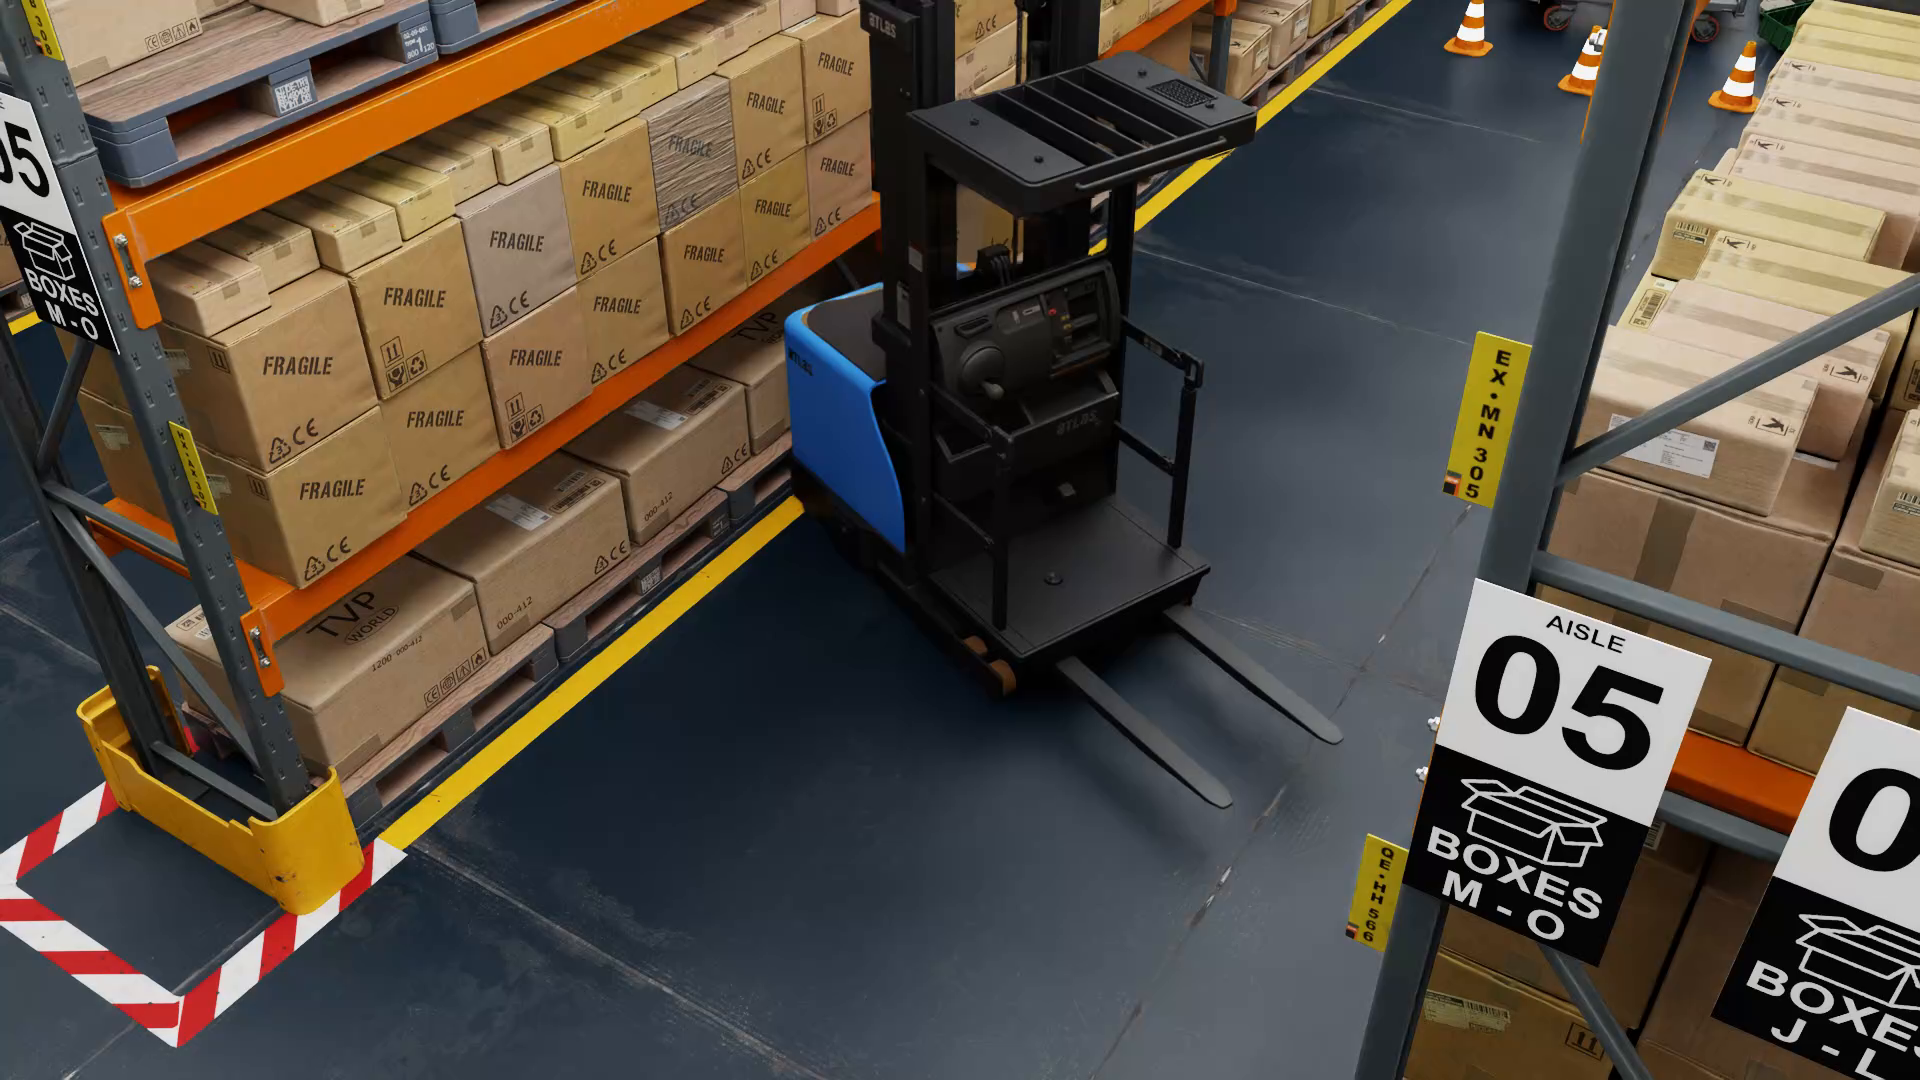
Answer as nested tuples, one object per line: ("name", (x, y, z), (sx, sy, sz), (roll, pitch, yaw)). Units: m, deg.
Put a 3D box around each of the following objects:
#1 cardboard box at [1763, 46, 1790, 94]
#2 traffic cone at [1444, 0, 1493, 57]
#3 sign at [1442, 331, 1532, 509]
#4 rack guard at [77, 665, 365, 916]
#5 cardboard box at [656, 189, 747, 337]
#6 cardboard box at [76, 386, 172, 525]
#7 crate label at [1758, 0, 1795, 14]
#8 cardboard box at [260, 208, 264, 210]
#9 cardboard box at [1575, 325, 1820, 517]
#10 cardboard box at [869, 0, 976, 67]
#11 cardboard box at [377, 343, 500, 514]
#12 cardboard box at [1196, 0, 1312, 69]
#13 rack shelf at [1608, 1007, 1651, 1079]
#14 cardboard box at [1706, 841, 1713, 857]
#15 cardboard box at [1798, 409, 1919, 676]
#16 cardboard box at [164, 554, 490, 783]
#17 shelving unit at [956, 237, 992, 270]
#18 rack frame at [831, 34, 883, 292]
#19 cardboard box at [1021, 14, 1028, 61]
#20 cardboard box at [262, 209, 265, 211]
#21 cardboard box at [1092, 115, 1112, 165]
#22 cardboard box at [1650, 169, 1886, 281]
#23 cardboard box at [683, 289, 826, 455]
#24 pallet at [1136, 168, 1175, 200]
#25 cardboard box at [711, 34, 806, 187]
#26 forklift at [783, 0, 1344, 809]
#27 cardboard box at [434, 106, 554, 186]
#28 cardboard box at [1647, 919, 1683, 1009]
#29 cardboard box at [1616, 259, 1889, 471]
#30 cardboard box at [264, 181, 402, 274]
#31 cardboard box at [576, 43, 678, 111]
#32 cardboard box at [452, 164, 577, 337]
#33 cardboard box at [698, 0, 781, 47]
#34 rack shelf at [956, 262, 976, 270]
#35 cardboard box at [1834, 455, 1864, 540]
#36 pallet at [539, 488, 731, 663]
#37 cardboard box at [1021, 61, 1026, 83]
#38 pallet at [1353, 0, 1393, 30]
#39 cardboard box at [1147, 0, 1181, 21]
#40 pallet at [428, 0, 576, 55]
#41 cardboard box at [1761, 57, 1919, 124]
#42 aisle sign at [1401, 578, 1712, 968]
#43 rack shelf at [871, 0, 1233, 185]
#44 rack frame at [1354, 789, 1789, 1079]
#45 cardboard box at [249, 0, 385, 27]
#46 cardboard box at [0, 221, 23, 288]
("cardboard box", (2.480, -1.176, 4.515), (0.500, 0.250, 0.500), (22, 43, 26))
("traffic cone", (4.062, -4.118, 13.153), (0.336, 0.463, 0.334), (21, 42, 25))
("sign", (0.891, -0.198, 2.807), (0.100, 0.325, 0.005), (21, 42, 25))
("rack guard", (-2.898, 0.968, 6.524), (1.175, 0.500, 0.348), (21, 42, 25))
("cardboard box", (-1.302, -1.282, 7.314), (0.500, 0.500, 0.500), (21, 42, 24))
("cardboard box", (-2.850, -0.409, 6.181), (0.500, 0.500, 0.500), (21, 42, 25))
("crate label", (6.784, -4.388, 13.770), (0.298, 0.136, 0.250), (-5, 38, -6))
("cardboard box", (-2.679, -1.276, 5.956), (0.380, 0.149, 0.250), (21, 42, 25))
("cardboard box", (1.279, -0.219, 2.947), (0.380, 0.149, 0.250), (21, 42, 25))
("cardboard box", (-0.263, -2.665, 8.288), (0.500, 0.500, 0.500), (22, 43, 26))
("cardboard box", (-2.138, -0.497, 6.296), (0.500, 0.500, 0.500), (21, 42, 25))
("cardboard box", (2.101, -3.955, 12.671), (0.950, 0.372, 0.625), (20, 42, 24))
("rack shelf", (2.421, 0.787, 5.301), (1.077, 0.370, 4.000), (21, 42, 25))
("cardboard box", (2.079, 0.573, 3.845), (0.500, 0.500, 0.500), (22, 43, 26))
("cardboard box", (1.809, 0.060, 2.911), (0.500, 0.250, 0.500), (22, 43, 26))
("cardboard box", (-2.616, 0.441, 6.915), (0.875, 0.438, 0.875), (20, 42, 24))
("shelving unit", (0.044, -1.063, 8.708), (0.252, 1.050, 0.215), (-2, 38, -3))
("rack frame", (-0.742, -2.096, 8.452), (1.000, 3.000, 0.127), (21, 42, 25))
("cardboard box", (0.281, -2.899, 9.206), (0.500, 0.250, 0.500), (22, 43, 26))
("cardboard box", (-2.572, -1.075, 6.226), (0.500, 0.500, 0.500), (21, 42, 25))
("cardboard box", (0.480, -2.696, 10.626), (0.875, 0.875, 0.875), (22, 43, 26))
("cardboard box", (1.681, -0.618, 3.465), (0.380, 0.149, 0.250), (22, 43, 26))
("cardboard box", (-1.169, -0.959, 8.732), (0.875, 0.438, 0.875), (21, 42, 24))
("pallet", (0.915, -2.672, 11.483), (1.003, 0.211, 1.213), (21, 42, 25))
("cardboard box", (-1.040, -1.939, 7.347), (0.500, 0.500, 0.500), (21, 42, 24))
("forklift", (0.416, -0.809, 6.838), (1.130, 2.935, 3.031), (-24, 43, -27))
("cardboard box", (-1.753, -1.483, 6.224), (0.380, 0.149, 0.250), (22, 43, 26))
("cardboard box", (2.088, 0.950, 4.174), (0.500, 0.500, 0.500), (21, 42, 25))
("cardboard box", (1.654, -0.378, 3.480), (0.500, 0.250, 0.500), (20, 42, 24))
("cardboard box", (-2.144, -1.074, 5.694), (0.380, 0.149, 0.250), (23, 43, 26))
("cardboard box", (-1.376, -1.887, 6.749), (0.380, 0.149, 0.250), (20, 42, 24))
("cardboard box", (-1.847, -1.161, 6.337), (0.500, 0.500, 0.500), (21, 42, 25))
("cardboard box", (-1.013, -2.300, 7.284), (0.380, 0.149, 0.250), (21, 42, 25))
("rack shelf", (0.044, -1.280, 8.542), (0.240, 0.259, 0.215), (-2, 38, -3))
("cardboard box", (2.091, -0.013, 3.416), (0.500, 0.250, 0.500), (23, 43, 26))
("pallet", (-1.868, 0.006, 8.009), (1.003, 0.211, 1.213), (21, 42, 25))
("cardboard box", (0.281, -2.704, 9.362), (0.500, 0.250, 0.500), (21, 42, 25))
("pallet", (3.129, -4.714, 14.132), (1.003, 0.211, 1.213), (21, 42, 25))
("cardboard box", (1.089, -3.485, 10.376), (0.500, 0.250, 0.500), (22, 43, 26))
("pallet", (-1.843, -2.204, 6.208), (1.003, 0.211, 1.213), (21, 42, 25))
("cardboard box", (2.122, -1.005, 3.966), (0.380, 0.149, 0.250), (20, 42, 24))
("aisle sign", (1.057, 0.443, 3.029), (0.394, 0.787, 0.004), (21, 42, 25))
("rack shelf", (0.330, -2.842, 10.009), (1.077, 0.370, 4.000), (21, 42, 25))
("rack frame", (1.349, 1.533, 3.744), (1.000, 3.000, 0.127), (21, 42, 25))
("cardboard box", (-2.108, -1.814, 5.409), (0.380, 0.149, 0.250), (23, 43, 27))
("cardboard box", (-5.812, -1.784, 9.751), (0.500, 0.500, 0.500), (22, 43, 26))
